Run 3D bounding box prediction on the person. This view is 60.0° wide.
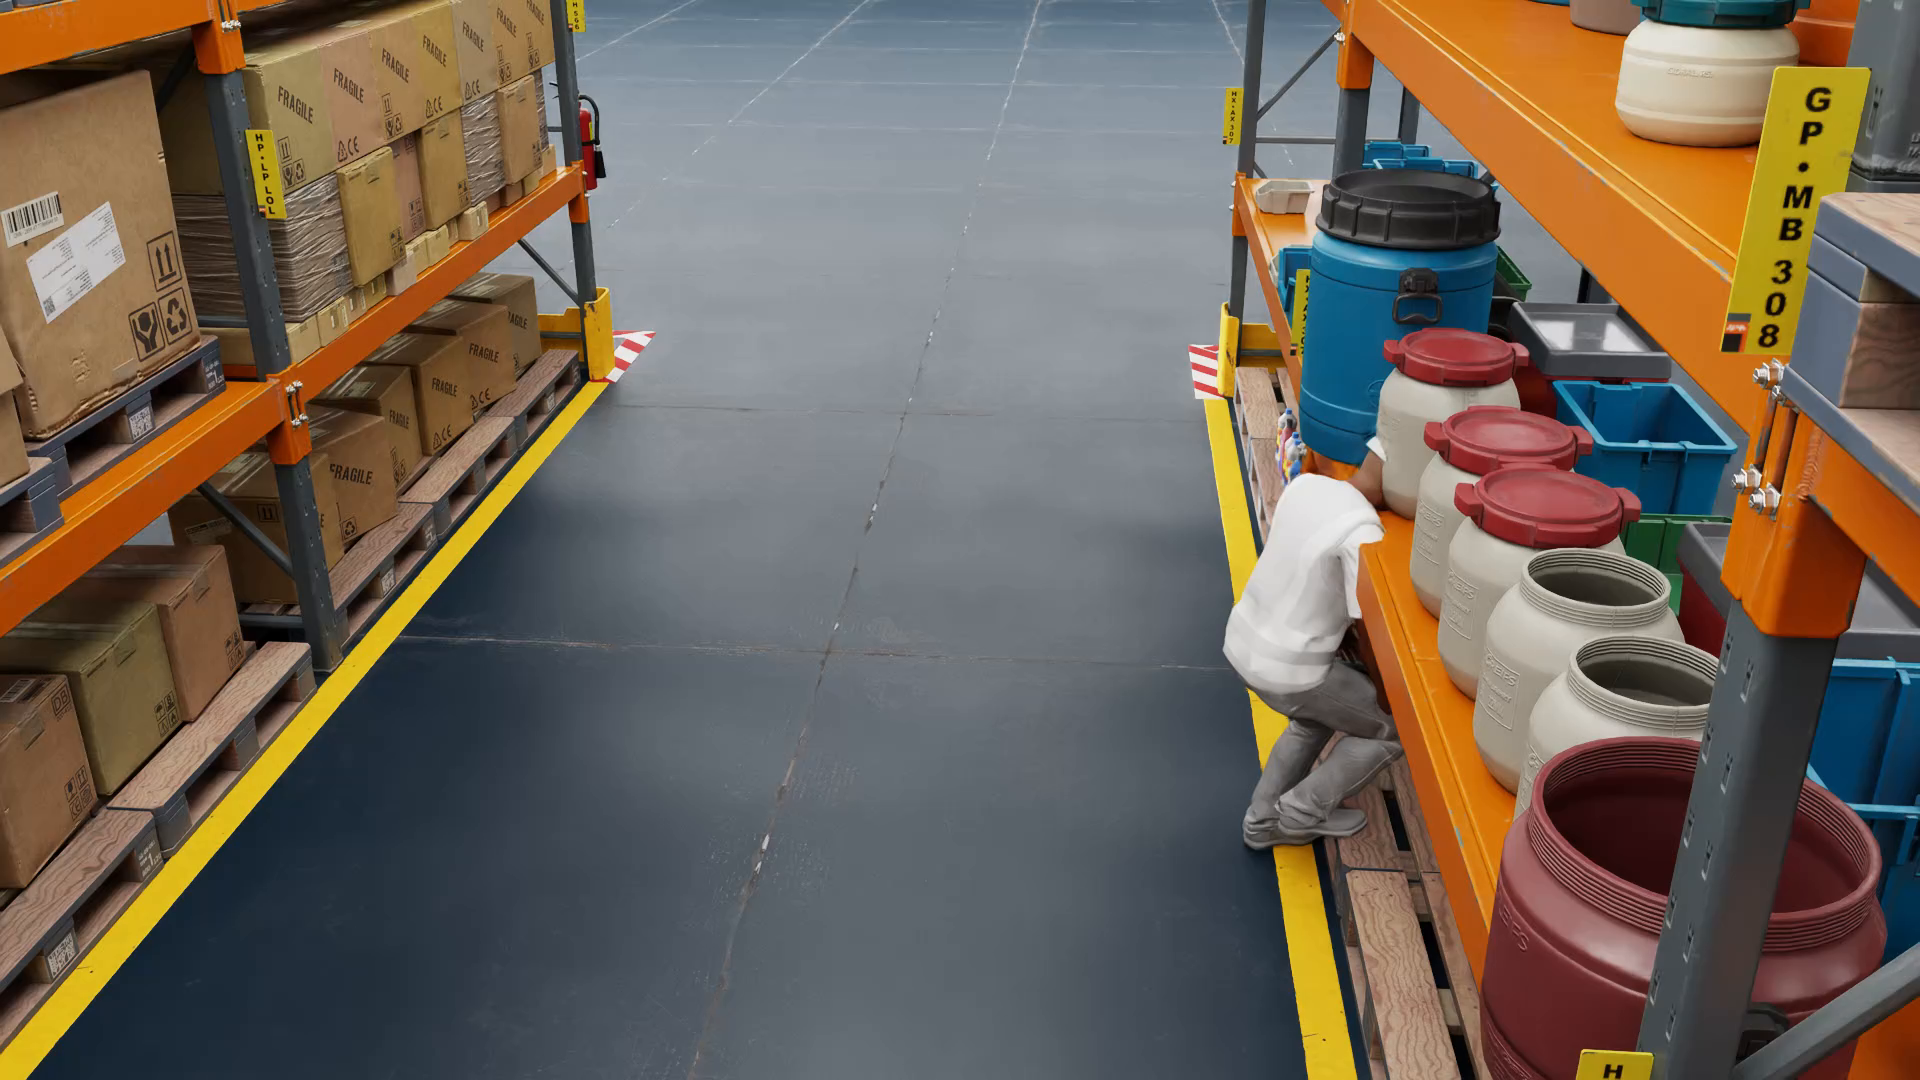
[{"bbox_3d":[1.193,0.376,5.486,0.644,1.565,0.622,-4,25,-10],"label":"person"}]
